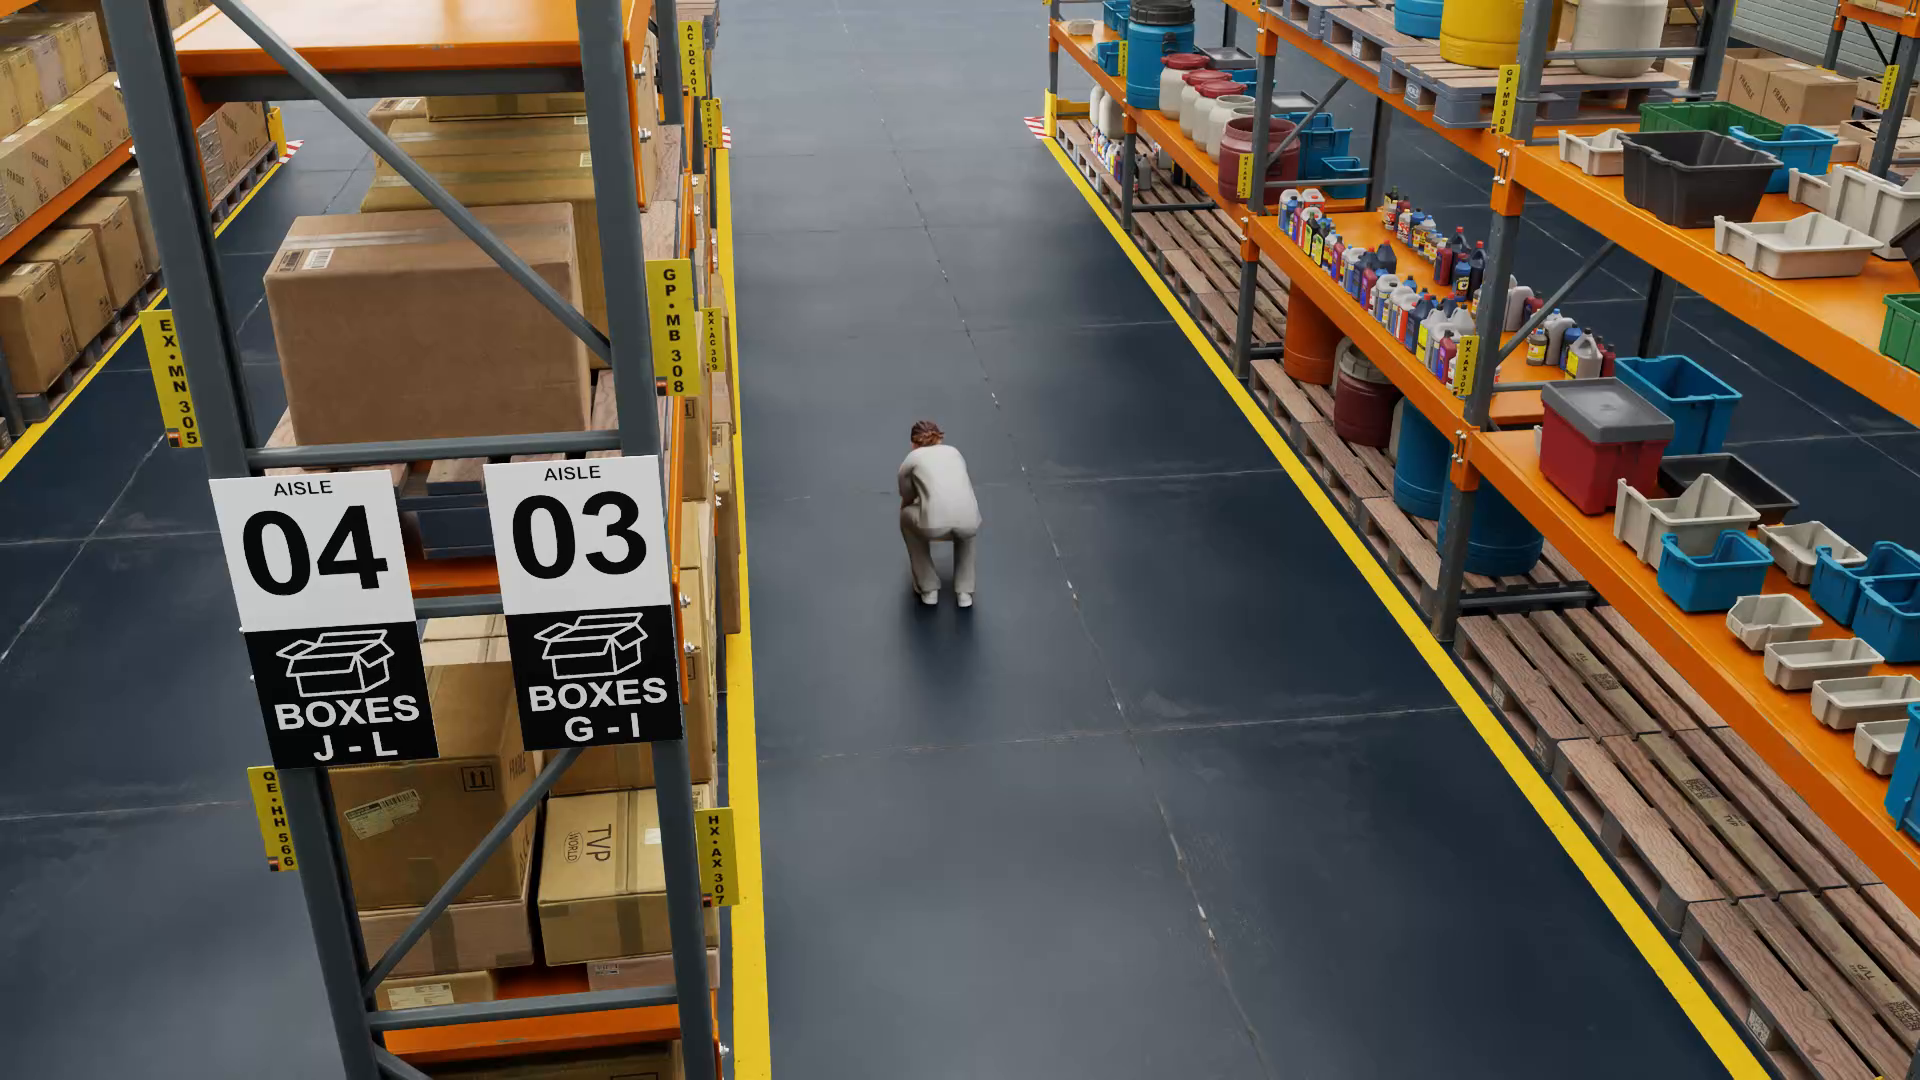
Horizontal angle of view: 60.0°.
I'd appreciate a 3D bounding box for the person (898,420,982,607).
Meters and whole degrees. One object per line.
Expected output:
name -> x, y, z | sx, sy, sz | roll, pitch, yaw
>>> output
person -> -0.116, -0.138, 9.701 | 0.459, 0.933, 0.841 | -5, 28, -9
